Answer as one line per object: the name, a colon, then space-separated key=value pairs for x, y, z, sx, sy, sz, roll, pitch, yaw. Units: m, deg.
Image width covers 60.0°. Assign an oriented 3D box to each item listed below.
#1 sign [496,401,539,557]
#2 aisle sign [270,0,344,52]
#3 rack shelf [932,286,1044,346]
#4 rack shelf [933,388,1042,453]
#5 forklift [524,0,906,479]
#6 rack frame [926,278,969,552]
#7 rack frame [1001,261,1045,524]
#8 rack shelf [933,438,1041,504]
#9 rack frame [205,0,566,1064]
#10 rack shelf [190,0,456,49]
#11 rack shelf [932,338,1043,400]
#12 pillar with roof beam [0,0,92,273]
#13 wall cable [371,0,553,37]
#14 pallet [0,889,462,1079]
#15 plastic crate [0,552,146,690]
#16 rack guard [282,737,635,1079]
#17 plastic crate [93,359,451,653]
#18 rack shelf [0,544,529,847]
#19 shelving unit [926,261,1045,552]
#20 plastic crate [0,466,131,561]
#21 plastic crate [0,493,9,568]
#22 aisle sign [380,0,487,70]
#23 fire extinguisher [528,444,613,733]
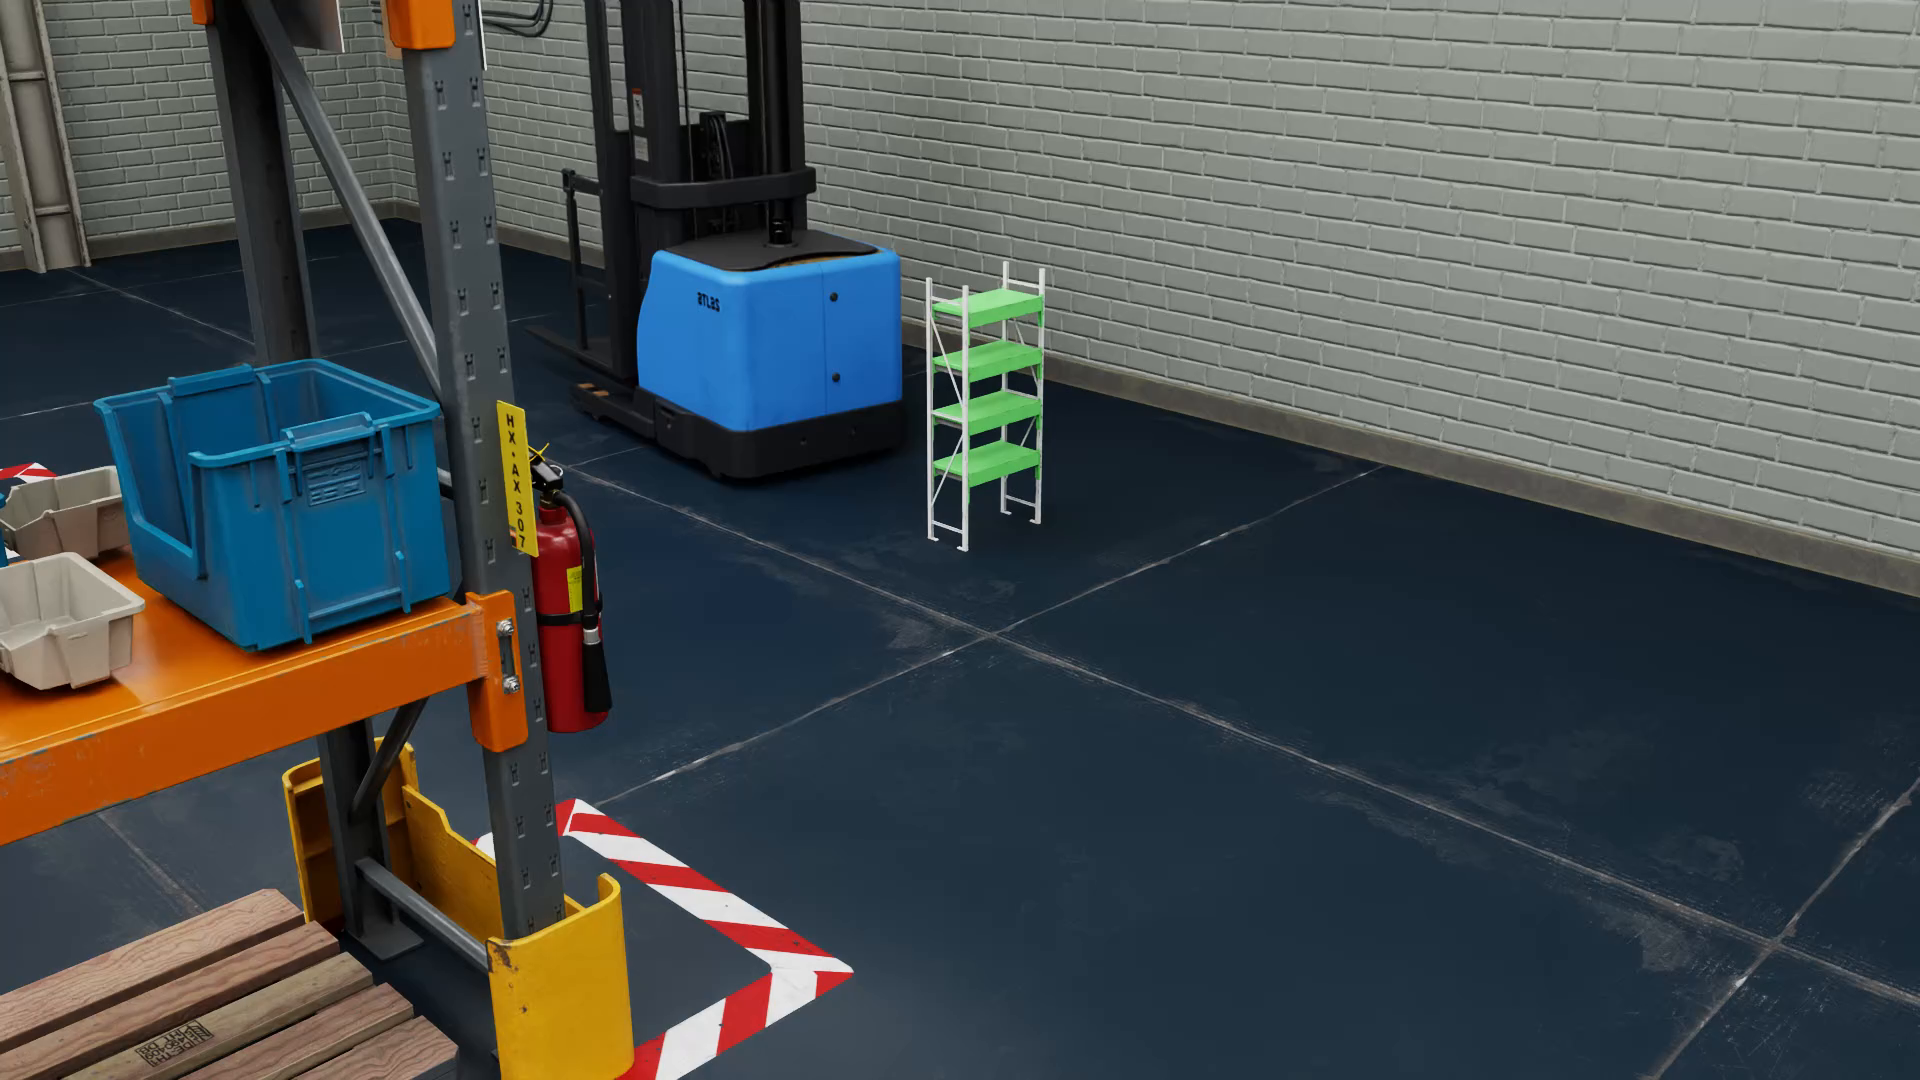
sign: x=-0.930 y=-0.127 z=3.497 sx=0.100 sy=0.325 sz=0.005 roll=19 pitch=28 yaw=41
aisle sign: x=-1.498 y=-1.491 z=3.649 sx=0.394 sy=0.787 sz=0.004 roll=19 pitch=28 yaw=41
rack shelf: x=0.115 y=-0.991 z=7.321 sx=0.258 sy=0.148 sz=0.480 roll=19 pitch=28 yaw=41
rack shelf: x=0.115 y=-0.543 z=7.493 sx=0.258 sy=0.148 sz=0.480 roll=19 pitch=28 yaw=41
forklift: x=-1.565 y=-2.134 z=9.041 sx=1.130 sy=2.935 sz=3.031 roll=-15 pitch=26 yaw=-34
rack frame: x=-0.055 y=-0.540 z=7.307 sx=0.240 sy=1.200 sz=0.015 roll=19 pitch=28 yaw=41
rack frame: x=0.286 y=-0.665 z=7.633 sx=0.240 sy=1.200 sz=0.015 roll=19 pitch=28 yaw=41
rack shelf: x=0.115 y=-0.319 z=7.579 sx=0.258 sy=0.148 sz=0.480 roll=19 pitch=28 yaw=41
rack frame: x=-1.336 y=-0.184 z=3.874 sx=1.000 sy=3.000 sz=0.127 roll=19 pitch=28 yaw=41
rack shelf: x=-2.731 y=-0.735 z=2.127 sx=1.077 sy=0.370 sz=4.000 roll=19 pitch=28 yaw=41
rack shelf: x=0.115 y=-0.767 z=7.407 sx=0.258 sy=0.148 sz=0.480 roll=19 pitch=28 yaw=41
pillar with roof beam: x=-4.086 y=-5.297 z=8.814 sx=9.100 sy=9.000 sz=0.400 roll=19 pitch=28 yaw=41
wall cable: x=-4.232 y=-5.379 z=13.355 sx=3.097 sy=2.526 sz=0.112 roll=19 pitch=28 yaw=41
pallet: x=-1.939 y=1.319 z=3.848 sx=1.003 sy=0.211 sz=1.213 roll=19 pitch=28 yaw=41
plastic crate: x=-1.775 y=0.166 z=3.247 sx=0.396 sy=0.136 sz=0.243 roll=19 pitch=28 yaw=41
rack guard: x=-1.328 y=0.973 z=4.347 sx=1.175 sy=0.500 sz=0.348 roll=19 pitch=28 yaw=41
plastic crate: x=-1.435 y=-0.096 z=3.511 sx=0.616 sy=0.435 sz=0.499 roll=19 pitch=28 yaw=41
rack shelf: x=-2.731 y=0.665 z=2.665 sx=1.077 sy=0.370 sz=4.000 roll=19 pitch=28 yaw=41
shelving unit: x=0.115 y=-0.603 z=7.470 sx=0.258 sy=1.200 sz=0.503 roll=19 pitch=28 yaw=41
plastic crate: x=-2.027 y=-0.047 z=3.799 sx=0.250 sy=0.136 sz=0.298 roll=19 pitch=28 yaw=41
plastic crate: x=-2.203 y=0.016 z=3.502 sx=0.416 sy=0.233 sz=0.300 roll=19 pitch=28 yaw=41
aisle sign: x=-1.075 y=-1.343 z=3.265 sx=0.394 sy=0.787 sz=0.004 roll=19 pitch=28 yaw=41
fire extinguisher: x=-0.905 y=0.101 z=3.759 sx=0.296 sy=0.674 sz=0.183 roll=19 pitch=28 yaw=41
